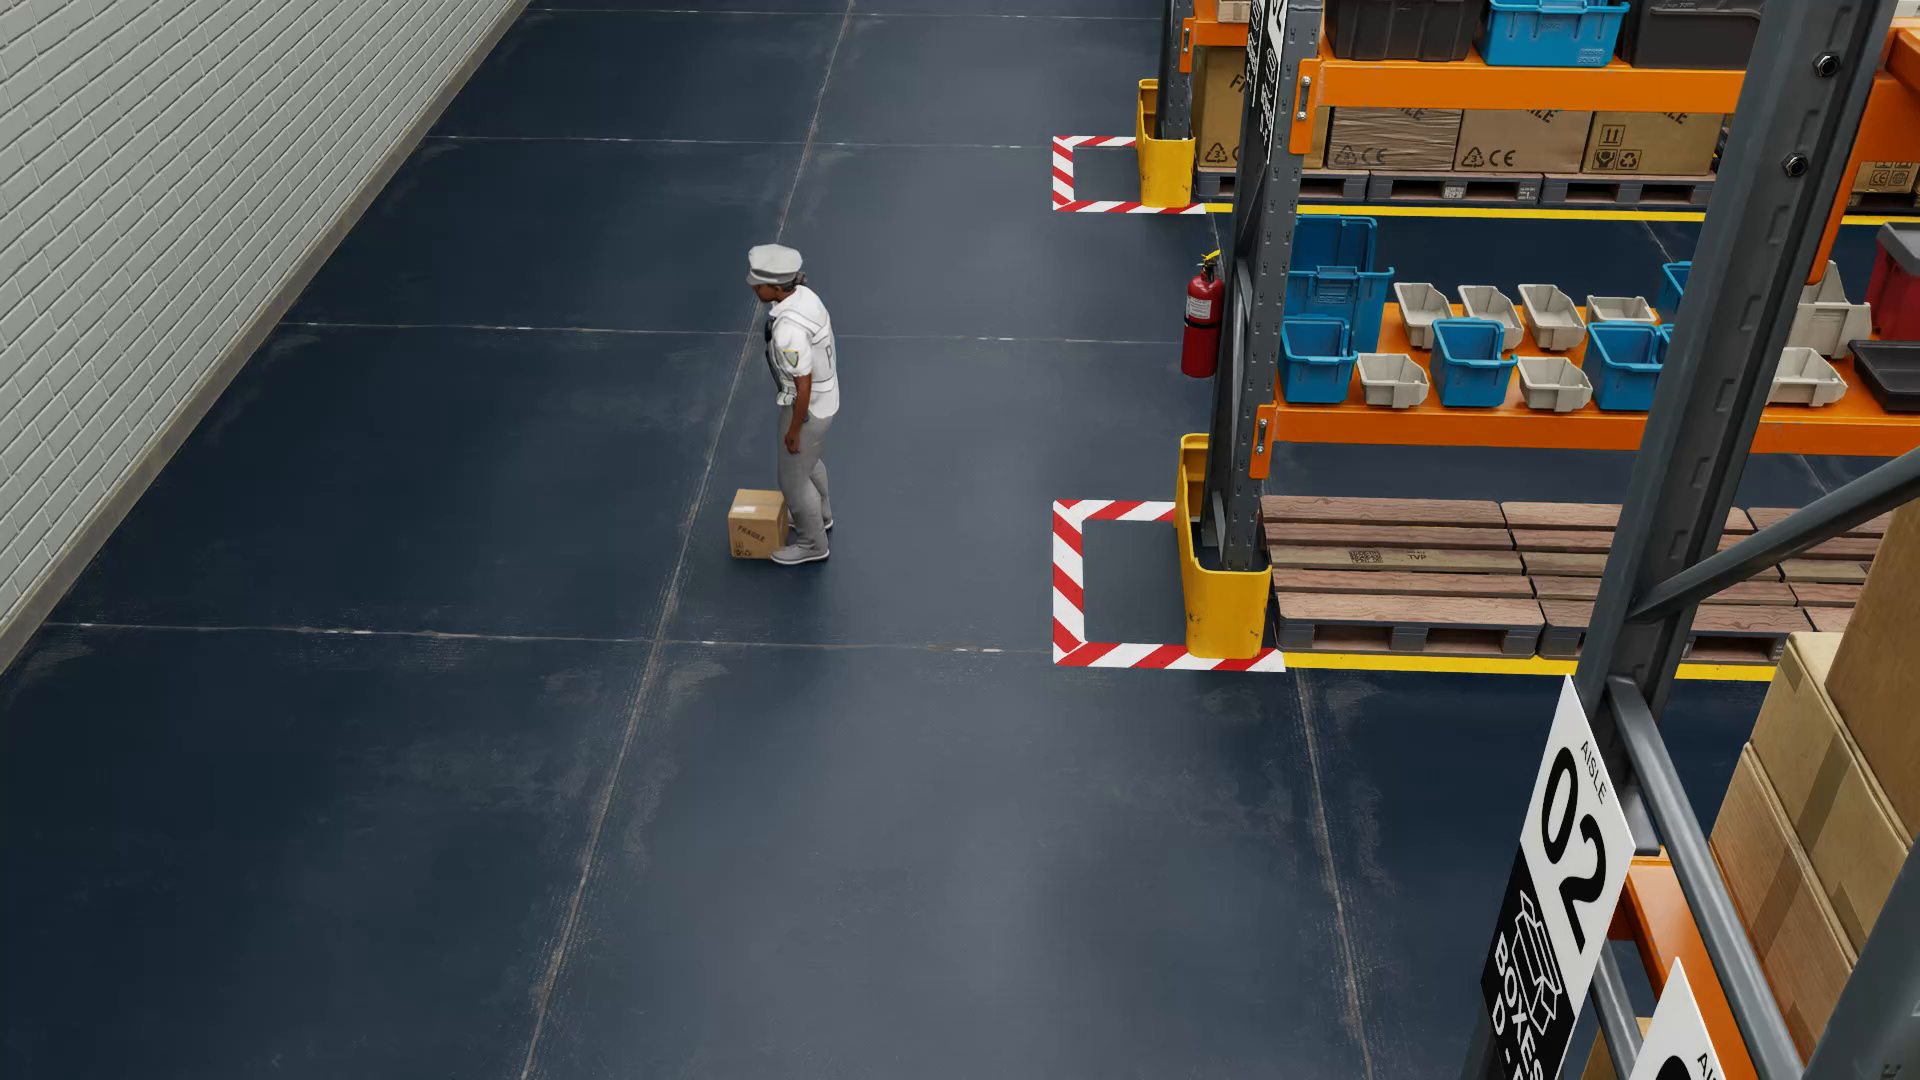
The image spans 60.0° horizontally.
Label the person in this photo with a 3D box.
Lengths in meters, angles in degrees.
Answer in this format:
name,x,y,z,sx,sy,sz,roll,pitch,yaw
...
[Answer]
name,x,y,z,sx,sy,sz,roll,pitch,yaw
person,-0.778,-0.649,8.014,0.395,1.657,0.521,0,36,-1
